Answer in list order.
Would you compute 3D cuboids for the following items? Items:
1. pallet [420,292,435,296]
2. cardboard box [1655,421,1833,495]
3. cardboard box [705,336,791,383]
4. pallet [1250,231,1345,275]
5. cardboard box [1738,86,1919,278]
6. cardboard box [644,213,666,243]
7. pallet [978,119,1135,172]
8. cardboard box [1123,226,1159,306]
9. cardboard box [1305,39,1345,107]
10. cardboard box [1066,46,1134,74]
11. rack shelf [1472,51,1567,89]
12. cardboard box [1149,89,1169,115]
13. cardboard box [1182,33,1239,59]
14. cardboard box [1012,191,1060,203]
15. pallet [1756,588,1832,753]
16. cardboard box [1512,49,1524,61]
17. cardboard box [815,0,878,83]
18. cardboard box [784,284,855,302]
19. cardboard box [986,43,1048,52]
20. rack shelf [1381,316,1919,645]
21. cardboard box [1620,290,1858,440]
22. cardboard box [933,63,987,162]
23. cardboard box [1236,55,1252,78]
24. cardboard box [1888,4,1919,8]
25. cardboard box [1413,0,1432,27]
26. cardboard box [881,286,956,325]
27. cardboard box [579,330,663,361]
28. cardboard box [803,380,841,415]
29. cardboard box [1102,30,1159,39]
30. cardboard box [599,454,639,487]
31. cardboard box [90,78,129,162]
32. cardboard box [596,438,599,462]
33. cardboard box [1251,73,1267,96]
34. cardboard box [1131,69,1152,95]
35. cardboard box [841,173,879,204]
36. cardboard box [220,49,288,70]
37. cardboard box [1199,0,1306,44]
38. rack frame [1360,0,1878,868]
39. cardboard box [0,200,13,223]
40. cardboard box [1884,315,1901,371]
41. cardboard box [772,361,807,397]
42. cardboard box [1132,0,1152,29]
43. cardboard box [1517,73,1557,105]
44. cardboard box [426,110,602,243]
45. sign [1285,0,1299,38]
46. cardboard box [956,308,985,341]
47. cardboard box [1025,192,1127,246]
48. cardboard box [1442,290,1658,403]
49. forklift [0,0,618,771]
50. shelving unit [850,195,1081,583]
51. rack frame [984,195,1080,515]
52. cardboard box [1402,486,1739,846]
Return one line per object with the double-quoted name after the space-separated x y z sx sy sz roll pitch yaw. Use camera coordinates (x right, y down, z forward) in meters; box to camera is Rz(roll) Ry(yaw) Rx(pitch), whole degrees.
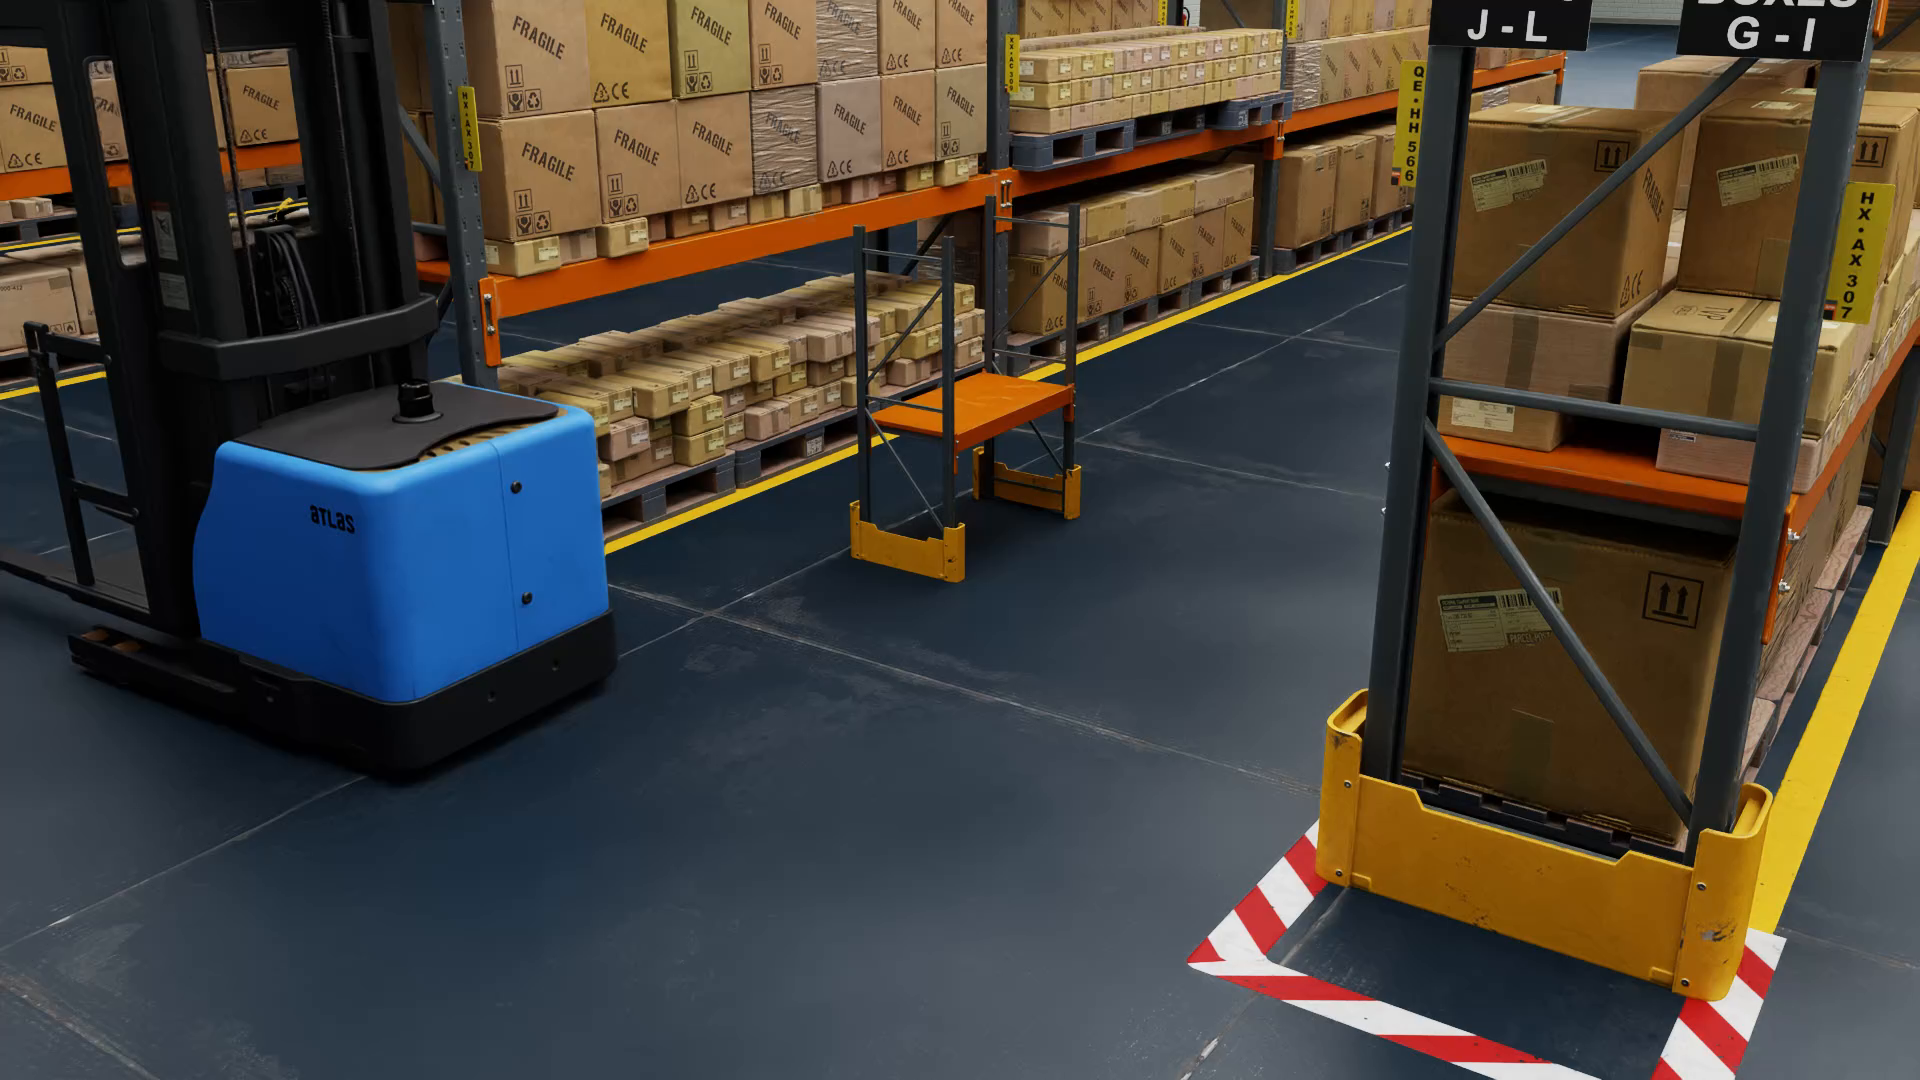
-4.794 -1.906 12.613 1.003 0.211 1.213 13 24 32 "pallet"
2.118 -0.256 4.496 0.380 0.149 0.250 14 24 32 "cardboard box"
-1.101 -0.937 8.621 0.380 0.149 0.250 14 24 33 "cardboard box"
2.603 -2.532 14.305 1.003 0.211 1.213 13 24 32 "pallet"
2.706 -1.136 5.218 0.500 0.500 0.500 13 24 30 "cardboard box"
-1.610 -1.493 7.839 0.380 0.149 0.250 15 25 34 "cardboard box"
0.399 -2.581 10.696 1.003 0.211 1.213 13 24 32 "pallet"
1.063 -1.970 11.766 0.500 0.500 0.500 14 24 33 "cardboard box"
2.857 -3.898 13.834 0.500 0.500 0.500 13 24 31 "cardboard box"
0.891 -3.087 10.687 0.380 0.149 0.250 13 24 31 "cardboard box"
5.470 -5.012 18.028 1.077 0.370 4.000 13 24 32 "rack shelf"
1.180 -2.959 11.196 0.380 0.149 0.250 13 24 31 "cardboard box"
1.764 -3.532 11.889 0.380 0.149 0.250 14 25 33 "cardboard box"
0.358 -2.265 11.480 0.500 0.250 0.500 15 25 34 "cardboard box"
2.717 0.378 6.438 1.003 0.211 1.213 13 24 32 "pallet"
5.714 -5.580 18.311 0.875 0.550 0.550 13 24 32 "cardboard box"
-0.777 -2.655 8.604 0.500 0.500 0.500 14 24 33 "cardboard box"
-0.821 -1.411 9.903 0.380 0.149 0.250 13 24 31 "cardboard box"
0.358 -3.218 11.041 0.380 0.149 0.250 13 24 32 "cardboard box"
2.770 -0.573 6.027 1.077 0.370 4.000 13 24 32 "rack shelf"
2.139 -0.491 4.555 0.500 0.250 0.500 13 24 30 "cardboard box"
-0.189 -2.473 9.554 0.500 0.500 0.500 13 24 32 "cardboard box"
1.902 -3.463 12.132 0.380 0.149 0.250 14 24 33 "cardboard box"
4.978 -2.562 8.778 0.797 0.503 0.637 14 25 34 "cardboard box"
4.072 -5.148 15.773 0.700 0.500 0.500 13 24 31 "cardboard box"
-0.247 -1.385 9.833 0.380 0.149 0.250 14 24 32 "cardboard box"
-1.780 -0.983 8.744 0.380 0.149 0.250 14 25 34 "cardboard box"
-0.874 -0.803 9.115 0.380 0.149 0.250 14 24 33 "cardboard box"
1.238 -3.668 12.258 0.380 0.149 0.250 12 24 30 "cardboard box"
-1.761 -0.371 7.950 0.380 0.149 0.250 13 24 32 "cardboard box"
-5.481 -2.691 10.571 0.500 0.500 0.500 13 24 32 "cardboard box"
-1.893 -0.432 7.685 0.380 0.149 0.250 14 25 34 "cardboard box"
2.059 -3.405 12.404 0.380 0.149 0.250 13 24 32 "cardboard box"
1.035 -3.024 10.944 0.380 0.149 0.250 14 25 34 "cardboard box"
-0.666 -1.922 8.999 0.380 0.149 0.250 12 23 30 "cardboard box"
-4.909 -3.451 11.187 0.500 0.500 0.500 14 24 33 "cardboard box"
2.358 -4.271 13.402 0.700 0.500 0.500 13 24 32 "cardboard box"
1.645 -0.336 4.351 1.000 3.000 0.127 13 24 32 "rack frame"
-8.680 -2.979 14.830 0.396 0.266 0.258 14 25 34 "cardboard box"
2.982 -0.698 5.689 0.380 0.149 0.250 13 24 30 "cardboard box"
-1.045 -0.896 8.939 0.380 0.149 0.250 15 25 34 "cardboard box"
2.081 -6.694 20.965 0.500 0.500 0.500 13 24 32 "cardboard box"
6.268 -4.916 19.190 0.875 0.875 0.875 13 24 32 "cardboard box"
-1.919 -1.594 7.178 0.500 0.500 0.500 15 25 34 "cardboard box"
2.551 -4.031 12.783 0.100 0.325 0.005 13 24 32 "sign"
-0.065 -1.327 10.105 0.380 0.149 0.250 14 24 33 "cardboard box"
0.780 -2.170 11.226 0.500 0.250 0.500 14 25 33 "cardboard box"
1.698 -0.596 4.841 0.500 0.250 0.500 13 24 31 "cardboard box"
-2.809 -0.967 6.154 3.031 2.935 1.130 12 24 30 "forklift"
0.043 -0.725 7.564 0.587 1.500 1.083 13 24 32 "shelving unit"
0.334 -0.874 7.965 0.500 1.500 0.032 13 24 32 "rack frame"
1.939 0.264 5.185 0.875 0.875 0.875 13 24 32 "cardboard box"
